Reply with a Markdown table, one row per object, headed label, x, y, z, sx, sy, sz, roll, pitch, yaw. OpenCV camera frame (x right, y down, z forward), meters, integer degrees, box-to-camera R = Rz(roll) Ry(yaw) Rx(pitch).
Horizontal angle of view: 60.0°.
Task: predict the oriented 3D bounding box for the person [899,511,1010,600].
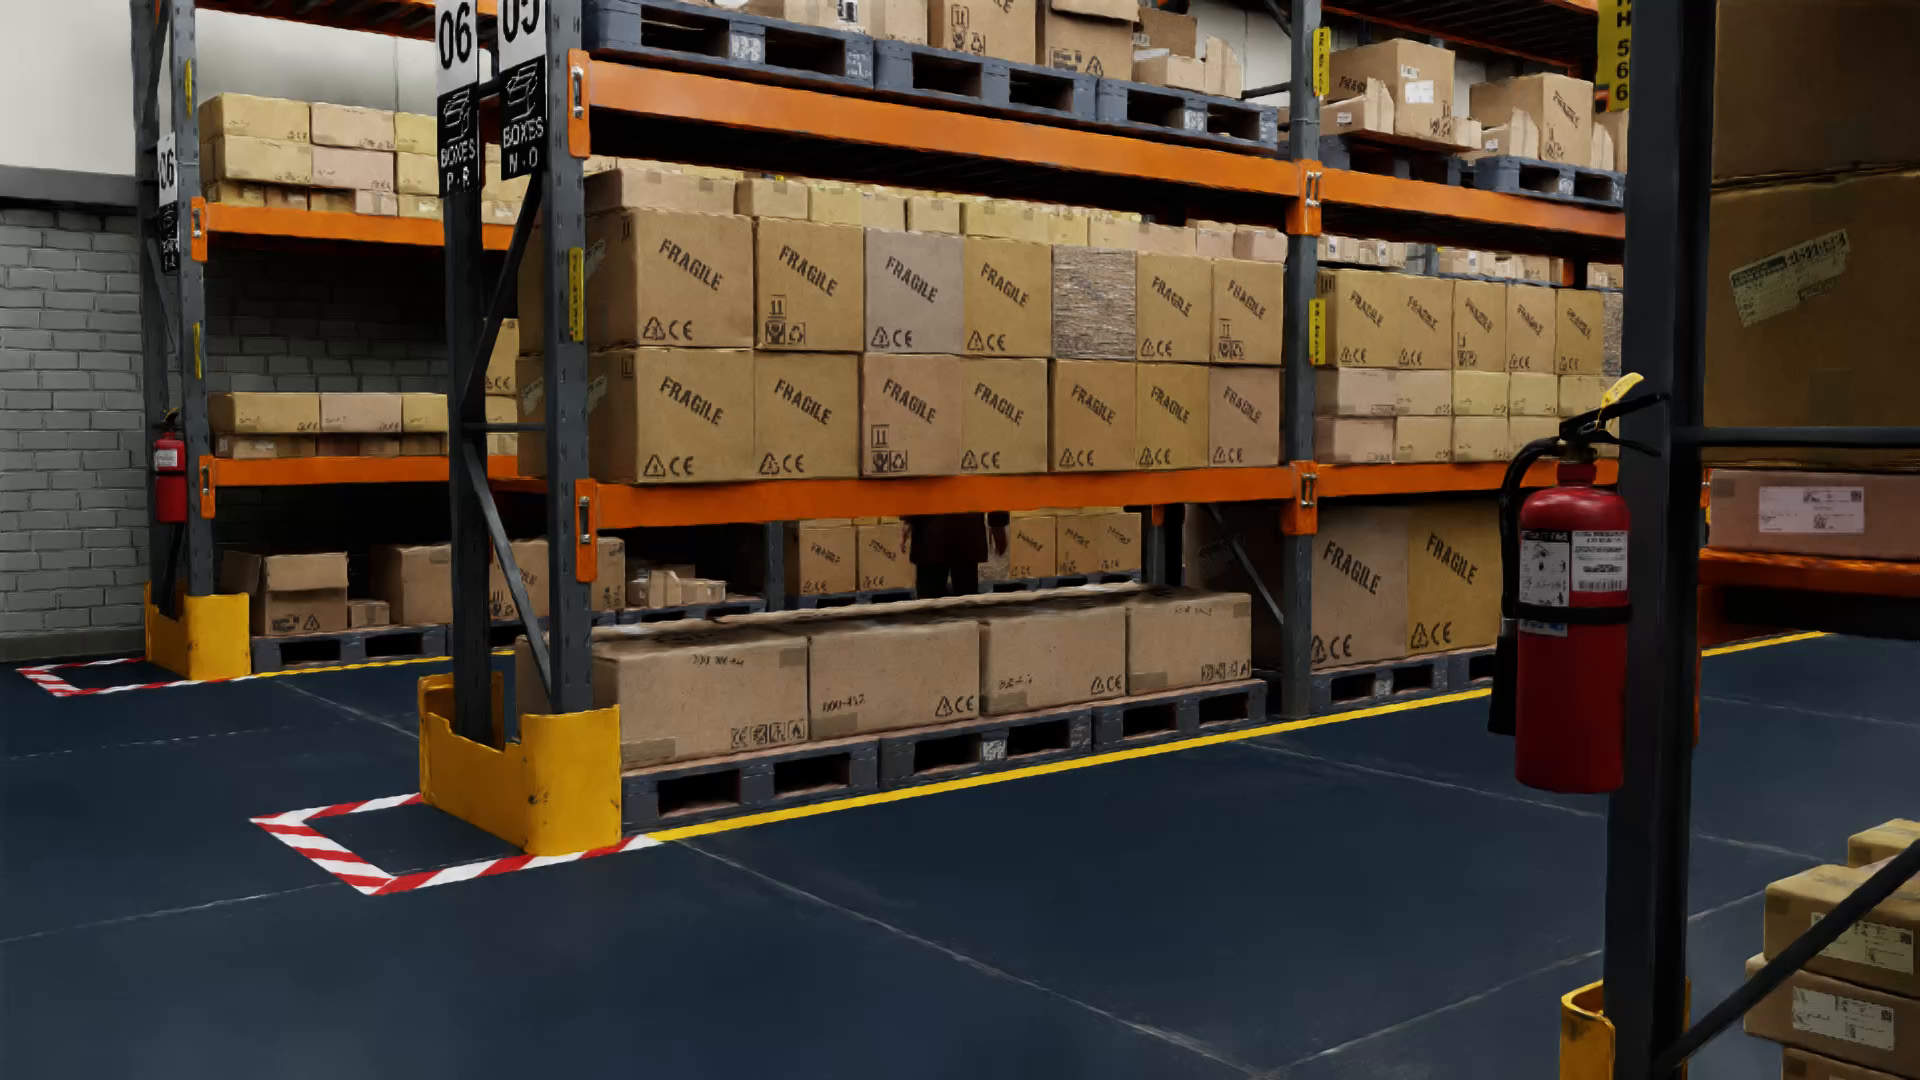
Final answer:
| label | x | y | z | sx | sy | sz | roll | pitch | yaw |
| --- | --- | --- | --- | --- | --- | --- | --- | --- | --- |
| person | -0.065 | -0.033 | 9.699 | 0.705 | 1.689 | 0.443 | -2 | 5 | -30 |
